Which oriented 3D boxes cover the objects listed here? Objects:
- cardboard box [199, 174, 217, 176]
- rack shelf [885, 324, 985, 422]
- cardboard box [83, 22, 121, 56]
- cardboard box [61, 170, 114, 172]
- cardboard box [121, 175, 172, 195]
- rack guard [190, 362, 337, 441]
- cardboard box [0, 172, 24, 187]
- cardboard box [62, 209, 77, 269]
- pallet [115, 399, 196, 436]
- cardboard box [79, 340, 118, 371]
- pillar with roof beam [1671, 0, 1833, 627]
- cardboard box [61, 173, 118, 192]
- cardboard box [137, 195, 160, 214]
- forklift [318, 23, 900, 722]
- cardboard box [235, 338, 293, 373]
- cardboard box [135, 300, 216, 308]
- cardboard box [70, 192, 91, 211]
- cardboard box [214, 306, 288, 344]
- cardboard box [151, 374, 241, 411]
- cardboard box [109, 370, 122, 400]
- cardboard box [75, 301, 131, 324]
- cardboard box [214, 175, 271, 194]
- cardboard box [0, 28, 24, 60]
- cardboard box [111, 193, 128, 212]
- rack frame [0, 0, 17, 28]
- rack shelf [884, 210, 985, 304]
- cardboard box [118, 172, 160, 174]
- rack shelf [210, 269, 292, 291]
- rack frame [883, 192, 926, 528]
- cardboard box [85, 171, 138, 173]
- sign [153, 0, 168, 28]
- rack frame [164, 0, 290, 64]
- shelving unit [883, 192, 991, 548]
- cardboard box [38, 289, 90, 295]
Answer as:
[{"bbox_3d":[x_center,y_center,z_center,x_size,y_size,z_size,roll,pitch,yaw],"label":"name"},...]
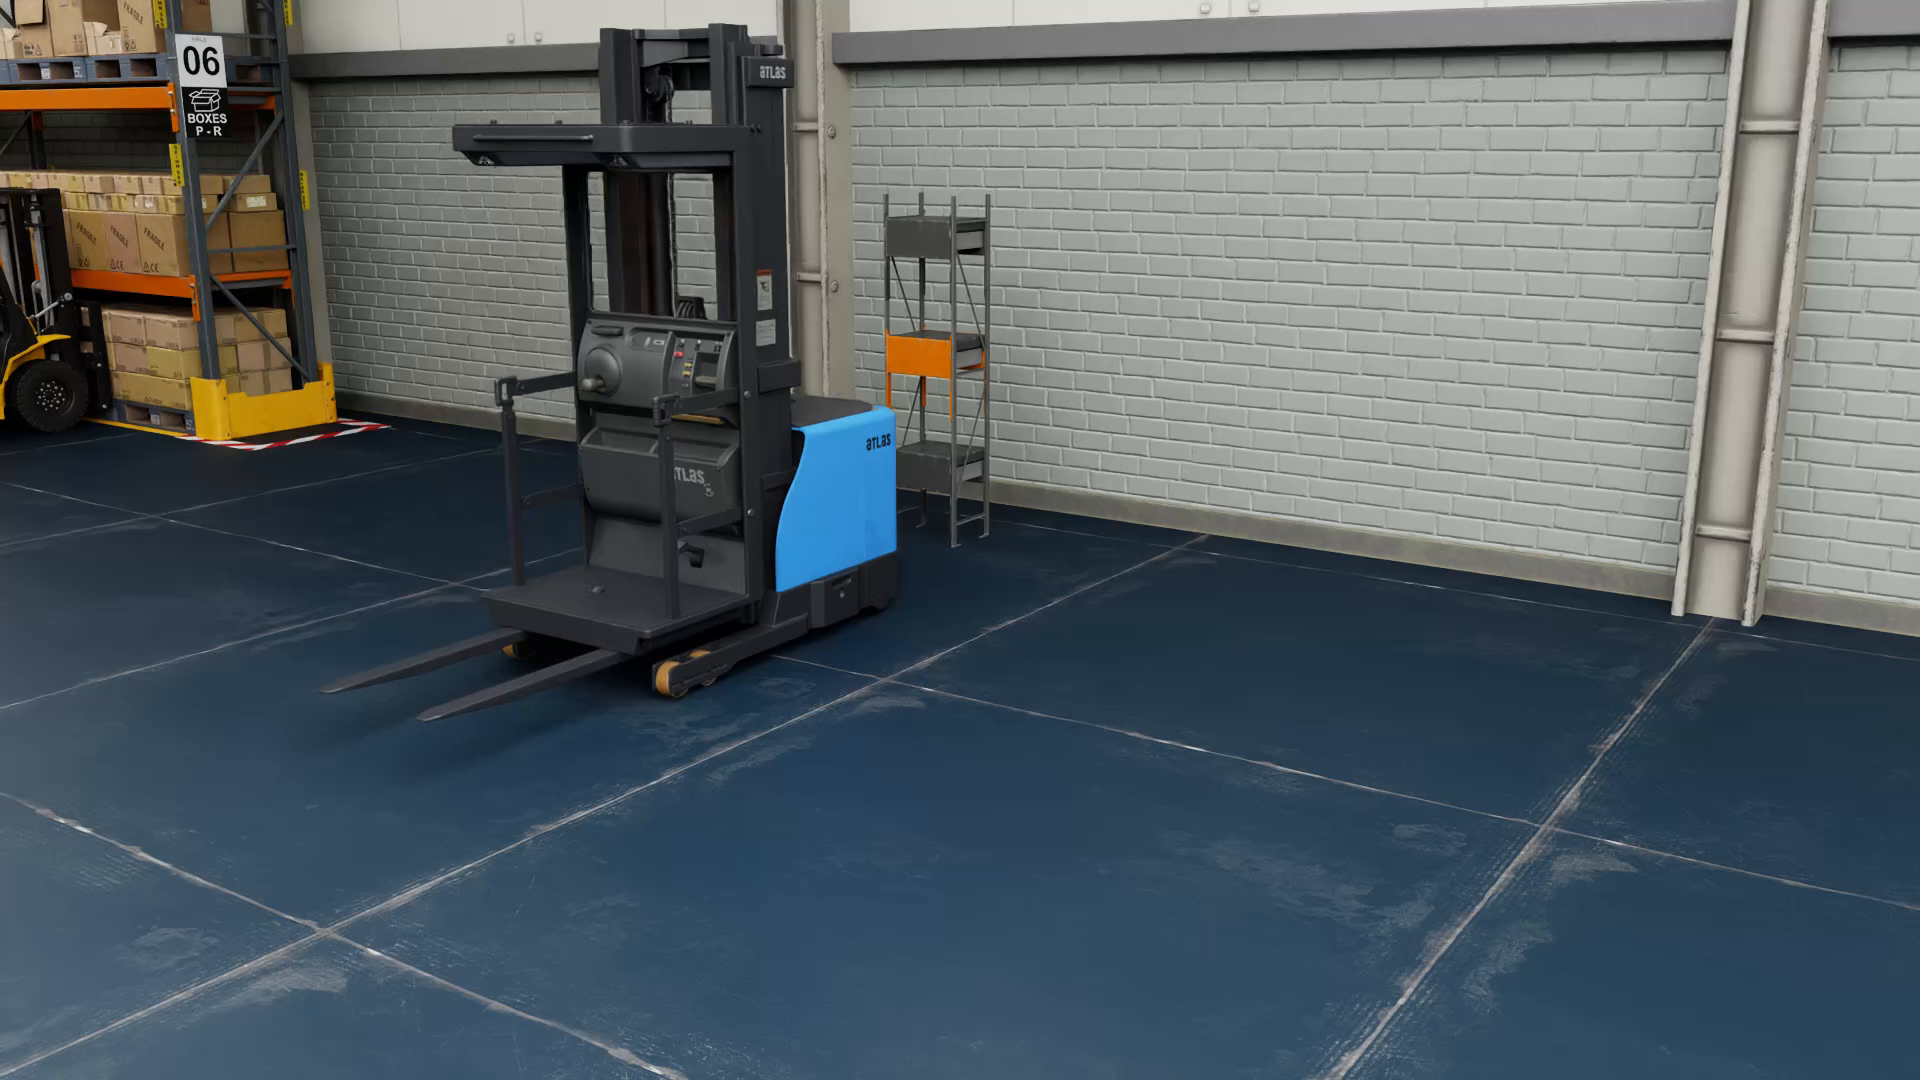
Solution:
[{"bbox_3d":[-6.481,-3.074,14.322,0.250,0.149,0.380,10,17,34],"label":"cardboard box"},{"bbox_3d":[-0.137,-1.028,10.164,0.480,0.518,0.431,9,17,33],"label":"rack shelf"},{"bbox_3d":[-6.964,-4.132,13.728,0.258,0.266,0.396,9,17,33],"label":"cardboard box"},{"bbox_3d":[-8.127,-3.370,15.518,0.250,0.149,0.380,9,16,32],"label":"cardboard box"},{"bbox_3d":[-6.765,-2.975,13.920,0.250,0.149,0.380,10,17,34],"label":"cardboard box"},{"bbox_3d":[-5.876,-1.188,14.080,0.348,0.500,1.175,9,17,33],"label":"rack guard"},{"bbox_3d":[-8.476,-3.242,15.001,0.250,0.149,0.380,10,17,34],"label":"cardboard box"},{"bbox_3d":[-7.725,-2.672,14.666,0.500,0.500,0.500,9,17,33],"label":"cardboard box"},{"bbox_3d":[-6.554,-1.145,14.509,1.213,0.211,1.003,9,17,33],"label":"pallet"},{"bbox_3d":[-7.325,-1.653,14.568,0.500,0.250,0.500,9,16,32],"label":"cardboard box"},{"bbox_3d":[1.584,-3.122,4.207,0.400,9.000,9.100,9,17,33],"label":"pillar with roof beam"},{"bbox_3d":[-7.587,-3.123,14.518,0.250,0.149,0.380,9,17,34],"label":"cardboard box"},{"bbox_3d":[-6.569,-2.787,13.780,0.250,0.149,0.380,9,17,34],"label":"cardboard box"},{"bbox_3d":[-1.548,-0.844,7.632,1.130,2.935,3.031,9,16,32],"label":"forklift"},{"bbox_3d":[-6.171,-1.621,14.435,0.500,0.250,0.500,10,17,34],"label":"cardboard box"},{"bbox_3d":[-7.015,-1.996,14.913,0.500,0.250,0.500,9,17,32],"label":"cardboard box"},{"bbox_3d":[-7.419,-2.925,14.341,0.250,0.149,0.380,9,17,33],"label":"cardboard box"},{"bbox_3d":[-6.190,-1.861,14.366,0.500,0.250,0.500,9,16,32],"label":"cardboard box"},{"bbox_3d":[-6.463,-1.273,14.073,0.500,0.250,0.500,9,17,33],"label":"cardboard box"},{"bbox_3d":[-7.280,-1.411,14.628,0.500,0.250,0.500,9,17,33],"label":"cardboard box"},{"bbox_3d":[-7.720,-1.961,14.769,0.500,0.250,0.500,9,16,32],"label":"cardboard box"},{"bbox_3d":[-6.056,-3.000,14.021,0.250,0.149,0.380,9,16,32],"label":"cardboard box"},{"bbox_3d":[-8.153,-4.324,14.505,0.258,0.266,0.396,9,16,31],"label":"cardboard box"},{"bbox_3d":[-6.950,-2.869,14.113,0.250,0.149,0.380,9,17,32],"label":"cardboard box"},{"bbox_3d":[-9.215,-5.853,15.239,0.127,3.000,1.000,9,17,33],"label":"rack frame"},{"bbox_3d":[-0.137,-1.708,9.996,0.480,0.518,0.431,9,17,33],"label":"rack shelf"},{"bbox_3d":[-7.323,-3.213,14.882,0.250,0.149,0.380,9,17,33],"label":"cardboard box"},{"bbox_3d":[-7.556,-2.418,14.940,3.809,0.124,0.919,9,17,33],"label":"rack shelf"},{"bbox_3d":[-0.340,-1.074,10.293,0.015,2.100,0.400,9,17,33],"label":"rack frame"},{"bbox_3d":[-7.737,-3.288,15.185,0.250,0.149,0.380,9,16,32],"label":"cardboard box"},{"bbox_3d":[-6.211,-4.145,12.906,0.005,0.325,0.100,9,17,33],"label":"sign"},{"bbox_3d":[-5.896,-5.316,13.072,0.127,3.000,1.000,9,17,33],"label":"rack frame"},{"bbox_3d":[-0.137,-1.041,10.161,0.503,2.100,0.431,9,17,33],"label":"shelving unit"},{"bbox_3d":[-8.699,-2.268,16.009,0.500,0.250,0.500,10,17,34],"label":"cardboard box"}]
